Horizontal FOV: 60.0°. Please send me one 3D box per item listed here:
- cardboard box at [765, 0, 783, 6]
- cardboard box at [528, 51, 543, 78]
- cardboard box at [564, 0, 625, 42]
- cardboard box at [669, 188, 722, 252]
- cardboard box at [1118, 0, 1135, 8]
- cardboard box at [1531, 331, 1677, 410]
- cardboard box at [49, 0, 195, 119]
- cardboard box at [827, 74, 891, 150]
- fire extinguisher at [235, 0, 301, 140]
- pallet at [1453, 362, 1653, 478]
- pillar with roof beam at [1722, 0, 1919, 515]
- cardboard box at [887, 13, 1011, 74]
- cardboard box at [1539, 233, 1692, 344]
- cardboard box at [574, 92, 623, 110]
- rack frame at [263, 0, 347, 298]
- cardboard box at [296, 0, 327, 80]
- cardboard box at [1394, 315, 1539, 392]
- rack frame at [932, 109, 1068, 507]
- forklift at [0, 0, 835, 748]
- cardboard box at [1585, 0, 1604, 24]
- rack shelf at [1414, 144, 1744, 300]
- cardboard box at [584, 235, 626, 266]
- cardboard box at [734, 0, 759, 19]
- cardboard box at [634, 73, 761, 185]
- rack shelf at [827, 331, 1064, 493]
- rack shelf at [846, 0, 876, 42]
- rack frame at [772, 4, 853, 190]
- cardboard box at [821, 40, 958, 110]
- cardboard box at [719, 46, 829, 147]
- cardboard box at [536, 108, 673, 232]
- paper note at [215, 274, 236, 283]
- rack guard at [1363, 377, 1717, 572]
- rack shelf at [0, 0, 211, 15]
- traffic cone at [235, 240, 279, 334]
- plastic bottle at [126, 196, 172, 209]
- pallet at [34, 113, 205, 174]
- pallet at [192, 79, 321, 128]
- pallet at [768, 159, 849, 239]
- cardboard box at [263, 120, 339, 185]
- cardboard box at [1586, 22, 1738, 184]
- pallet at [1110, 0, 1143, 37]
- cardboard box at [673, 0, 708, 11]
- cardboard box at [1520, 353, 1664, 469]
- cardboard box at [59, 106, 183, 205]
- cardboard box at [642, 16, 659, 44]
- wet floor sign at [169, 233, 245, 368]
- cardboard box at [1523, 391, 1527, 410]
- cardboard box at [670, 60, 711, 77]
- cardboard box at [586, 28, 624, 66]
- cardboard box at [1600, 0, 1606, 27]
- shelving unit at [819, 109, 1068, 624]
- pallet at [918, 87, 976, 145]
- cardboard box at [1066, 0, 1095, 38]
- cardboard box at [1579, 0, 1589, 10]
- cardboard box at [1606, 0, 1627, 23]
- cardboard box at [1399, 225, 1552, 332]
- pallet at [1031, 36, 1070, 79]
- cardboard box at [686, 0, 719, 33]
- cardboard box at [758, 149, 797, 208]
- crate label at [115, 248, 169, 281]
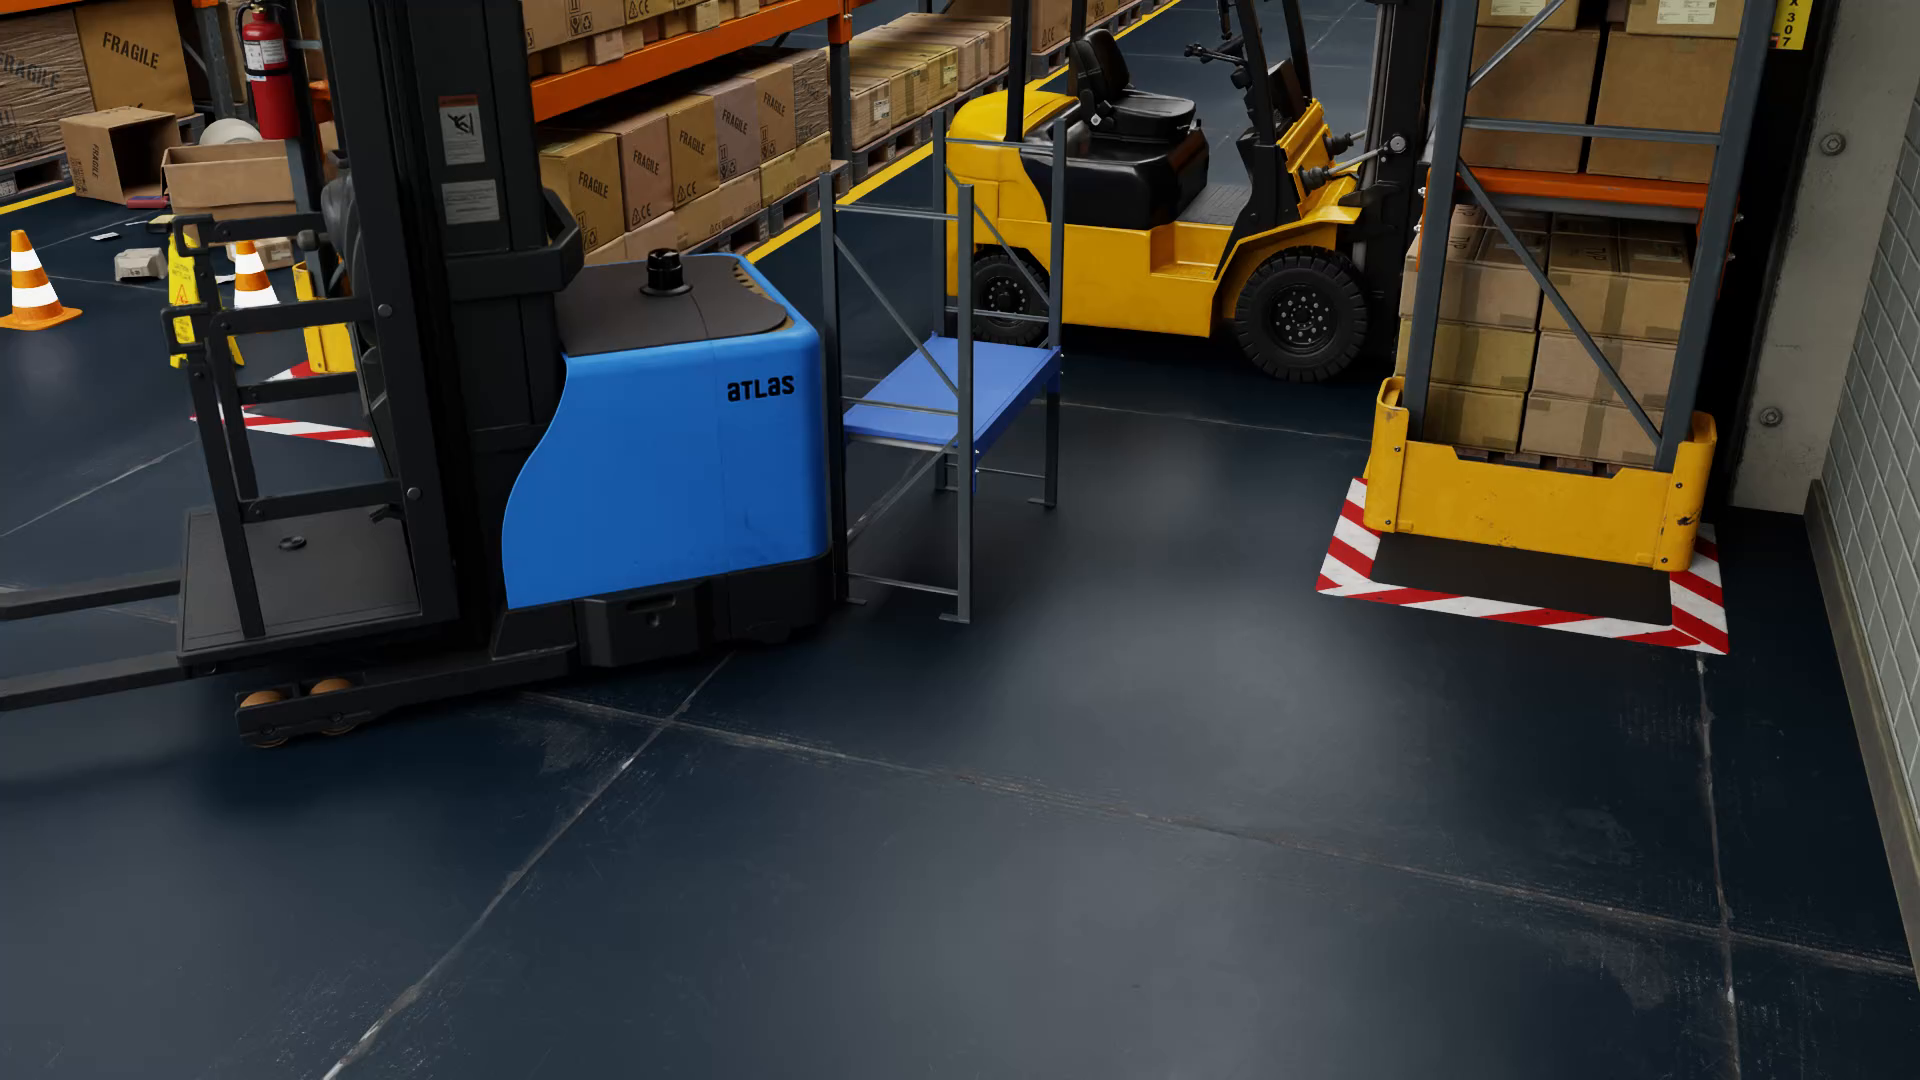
[{"bbox_3d":[-1.261,-3.265,9.839,0.380,0.149,0.250,9,27,18],"label":"cardboard box"},{"bbox_3d":[-2.157,-2.212,7.665,0.380,0.149,0.250,9,27,18],"label":"cardboard box"},{"bbox_3d":[-1.947,-2.656,7.838,0.500,0.500,0.500,10,27,19],"label":"cardboard box"},{"bbox_3d":[-1.660,-1.787,9.173,0.500,0.250,0.500,11,28,21],"label":"cardboard box"},{"bbox_3d":[1.327,-6.008,17.172,0.875,0.875,0.875,10,27,19],"label":"cardboard box"},{"bbox_3d":[2.499,-0.731,6.418,0.500,0.250,0.500,9,27,18],"label":"cardboard box"},{"bbox_3d":[-6.181,-3.414,11.816,0.875,0.875,0.875,9,27,18],"label":"cardboard box"},{"bbox_3d":[-1.032,-2.976,11.488,0.950,0.372,0.625,9,27,18],"label":"cardboard box"},{"bbox_3d":[-3.008,-2.095,7.223,0.296,0.674,0.183,9,27,17],"label":"fire extinguisher"},{"bbox_3d":[2.361,-0.457,6.951,1.003,0.211,1.213,9,27,17],"label":"pallet"},{"bbox_3d":[-0.832,-4.871,5.985,9.100,9.000,0.400,9,27,17],"label":"pillar with roof beam"},{"bbox_3d":[-0.071,-4.173,13.960,0.950,0.372,0.625,7,27,14],"label":"cardboard box"},{"bbox_3d":[2.485,-0.963,6.323,0.500,0.250,0.500,8,27,17],"label":"cardboard box"},{"bbox_3d":[-2.170,-2.187,9.138,0.500,0.500,0.500,8,27,16],"label":"cardboard box"},{"bbox_3d":[-2.536,-2.110,7.165,1.000,3.000,0.127,9,27,17],"label":"rack frame"},{"bbox_3d":[-5.460,-4.270,13.727,1.050,0.750,0.750,9,27,17],"label":"cardboard box"},{"bbox_3d":[2.014,-0.813,6.587,0.500,0.250,0.500,8,27,17],"label":"cardboard box"},{"bbox_3d":[0.141,-0.849,6.282,0.500,1.500,0.032,9,27,17],"label":"rack frame"},{"bbox_3d":[-1.991,-0.960,4.869,3.031,2.935,1.130,-10,27,-19],"label":"forklift"},{"bbox_3d":[2.244,-1.889,6.594,0.500,0.500,0.500,10,27,19],"label":"cardboard box"},{"bbox_3d":[2.812,-1.890,7.536,1.077,0.370,4.000,9,27,17],"label":"rack shelf"},{"bbox_3d":[-2.006,-1.353,8.275,0.500,0.250,0.500,9,27,17],"label":"cardboard box"},{"bbox_3d":[-1.359,-3.046,9.388,0.380,0.149,0.250,8,27,17],"label":"cardboard box"},{"bbox_3d":[-1.485,-2.341,9.457,0.500,0.500,0.500,10,28,20],"label":"cardboard box"},{"bbox_3d":[-0.028,-0.478,5.929,0.538,0.185,1.000,9,27,17],"label":"rack shelf"},{"bbox_3d":[-0.539,-4.252,12.415,1.077,0.370,4.000,9,27,17],"label":"rack shelf"},{"bbox_3d":[-1.205,-3.754,10.561,1.000,3.000,0.127,9,27,17],"label":"rack frame"},{"bbox_3d":[-0.567,-3.558,12.689,0.950,0.372,0.625,10,27,19],"label":"cardboard box"},{"bbox_3d":[-1.148,-2.761,10.322,0.500,0.500,0.500,8,27,17],"label":"cardboard box"},{"bbox_3d":[-1.829,-1.916,8.577,0.500,0.500,0.500,8,27,16],"label":"cardboard box"},{"bbox_3d":[-4.098,-1.451,9.211,0.148,0.019,0.142,0,26,-1],"label":"paper note"},{"bbox_3d":[2.138,-0.257,6.206,1.175,0.500,0.348,9,27,17],"label":"rack guard"},{"bbox_3d":[-6.572,-3.284,10.417,1.077,0.370,4.000,9,27,17],"label":"rack shelf"},{"bbox_3d":[-3.609,-1.332,8.470,0.336,0.463,0.334,9,27,17],"label":"traffic cone"},{"bbox_3d":[-5.163,-2.161,10.643,0.283,0.061,0.133,0,26,-1],"label":"plastic bottle"},{"bbox_3d":[-6.233,-2.874,11.943,1.003,0.211,1.213,9,27,17],"label":"pallet"},{"bbox_3d":[-5.720,-3.503,13.242,1.003,0.211,1.213,9,27,17],"label":"pallet"},{"bbox_3d":[-1.395,-2.217,10.588,1.003,0.211,1.213,9,27,17],"label":"pallet"},{"bbox_3d":[-4.035,-2.522,10.725,0.797,0.637,0.503,9,27,17],"label":"cardboard box"},{"bbox_3d":[2.573,-1.600,5.997,0.500,0.500,0.500,10,27,19],"label":"cardboard box"},{"bbox_3d":[1.272,-5.458,17.281,1.003,0.211,1.213,9,27,17],"label":"pallet"},{"bbox_3d":[-1.617,-3.076,8.705,0.500,0.500,0.500,8,27,16],"label":"cardboard box"},{"bbox_3d":[2.494,-0.516,6.548,0.500,0.250,0.500,9,27,18],"label":"cardboard box"},{"bbox_3d":[-5.455,-2.519,10.877,0.500,0.500,0.500,14,29,26],"label":"cardboard box"},{"bbox_3d":[-1.779,-2.636,8.540,0.380,0.149,0.250,10,27,19],"label":"cardboard box"},{"bbox_3d":[-3.608,-1.127,7.838,0.267,0.644,0.232,20,32,35],"label":"wet floor sign"},{"bbox_3d":[2.179,-0.785,7.102,0.500,0.250,0.500,9,27,17],"label":"cardboard box"},{"bbox_3d":[-1.823,-2.618,10.027,0.500,0.500,0.500,10,28,20],"label":"cardboard box"},{"bbox_3d":[-1.864,-2.407,8.068,0.380,0.149,0.250,9,27,18],"label":"cardboard box"},{"bbox_3d":[2.889,-2.025,6.875,0.500,0.500,0.500,8,27,17],"label":"cardboard box"},{"bbox_3d":[-0.028,-0.640,5.851,0.538,1.500,1.048,9,27,17],"label":"shelving unit"},{"bbox_3d":[-0.543,-3.322,12.868,1.003,0.211,1.213,9,27,17],"label":"pallet"},{"bbox_3d":[0.735,-5.268,15.644,0.875,0.875,0.875,9,27,18],"label":"cardboard box"},{"bbox_3d":[2.199,-2.119,6.325,0.380,0.149,0.250,9,27,18],"label":"cardboard box"},{"bbox_3d":[2.526,-1.941,5.958,0.380,0.149,0.250,9,27,17],"label":"cardboard box"},{"bbox_3d":[2.005,-1.027,6.456,0.500,0.250,0.500,10,27,19],"label":"cardboard box"},{"bbox_3d":[0.460,-4.455,15.210,1.003,0.211,1.213,9,27,17],"label":"pallet"},{"bbox_3d":[-1.524,-2.834,8.950,0.380,0.149,0.250,9,27,18],"label":"cardboard box"},{"bbox_3d":[-1.316,-2.203,10.031,0.500,0.250,0.500,8,27,16],"label":"cardboard box"},{"bbox_3d":[-4.566,-1.538,9.270,0.250,0.136,0.298,-5,26,-9],"label":"crate label"}]
